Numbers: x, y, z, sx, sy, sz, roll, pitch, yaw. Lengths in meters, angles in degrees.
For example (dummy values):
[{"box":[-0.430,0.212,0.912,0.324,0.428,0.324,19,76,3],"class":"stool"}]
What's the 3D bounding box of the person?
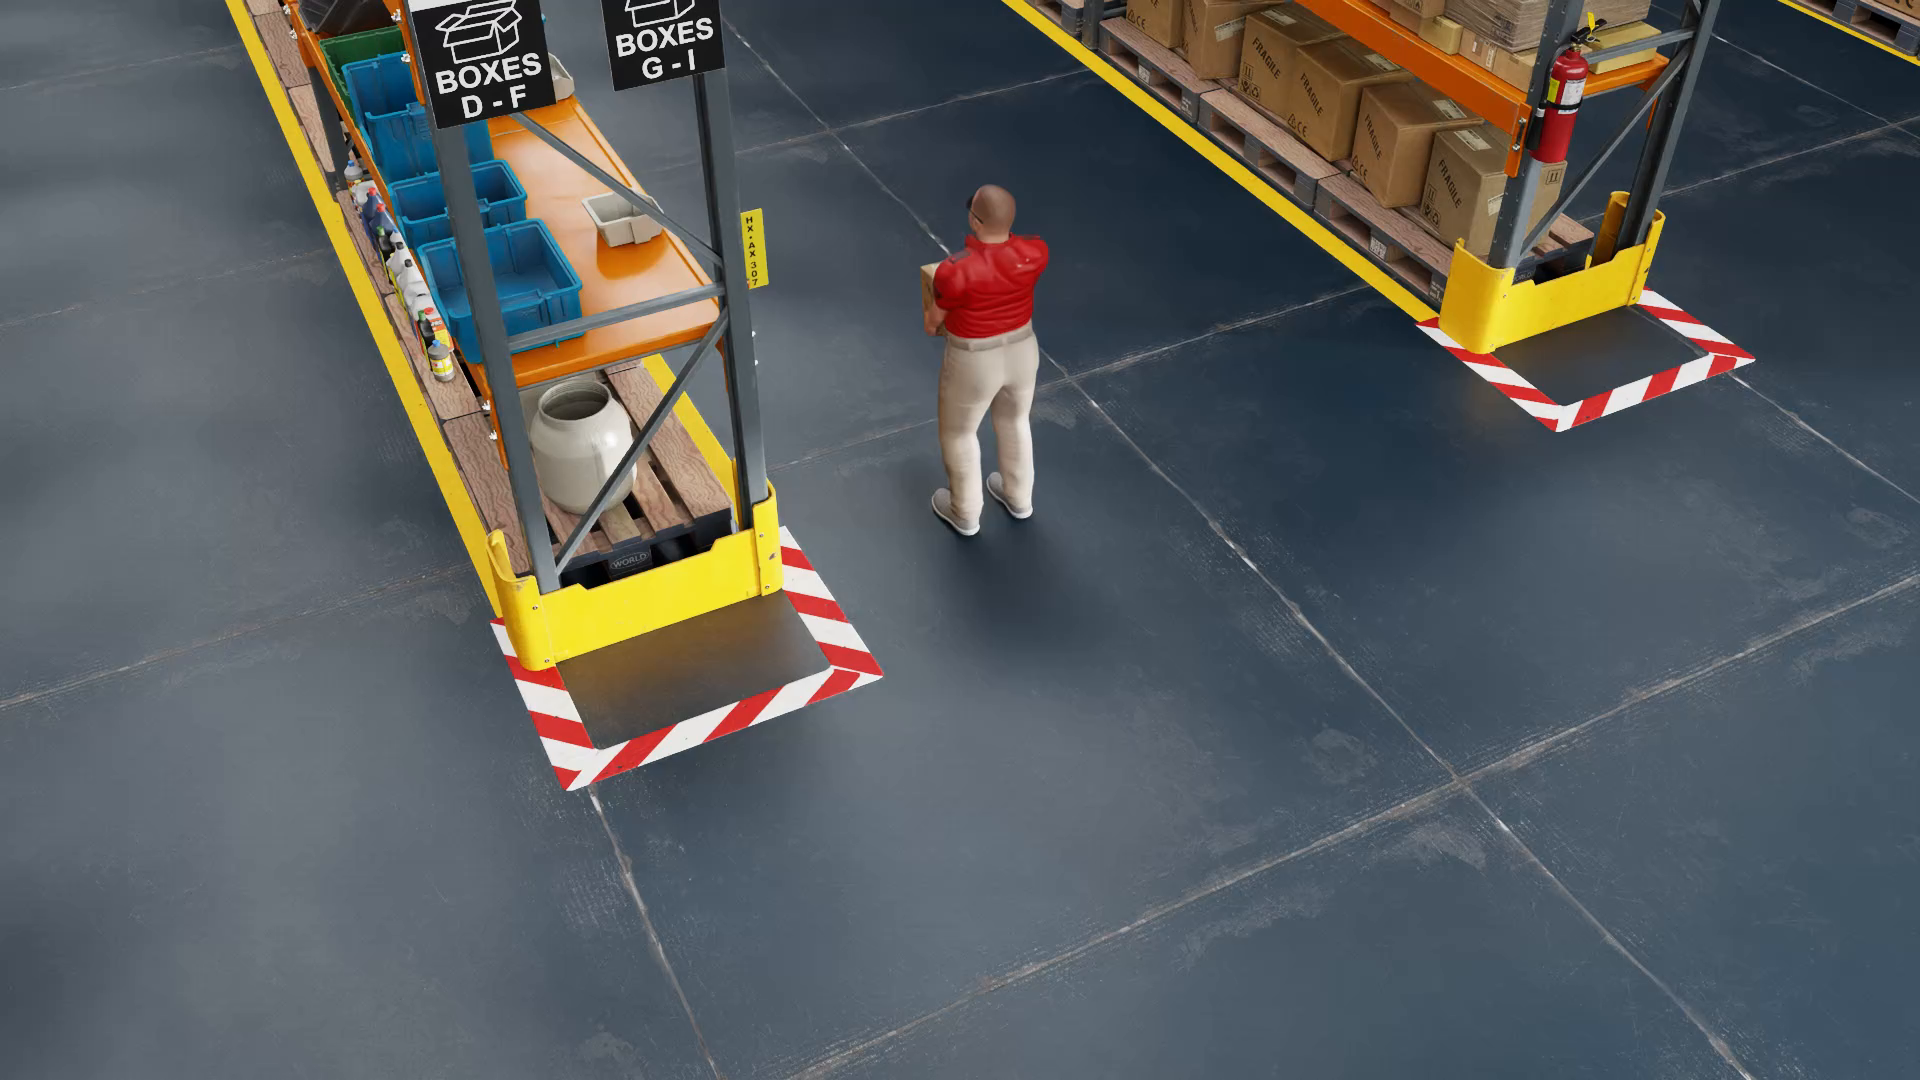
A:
[{"box":[0.065,-0.810,7.102,0.531,1.726,0.521,-28,48,-28],"class":"person"}]
